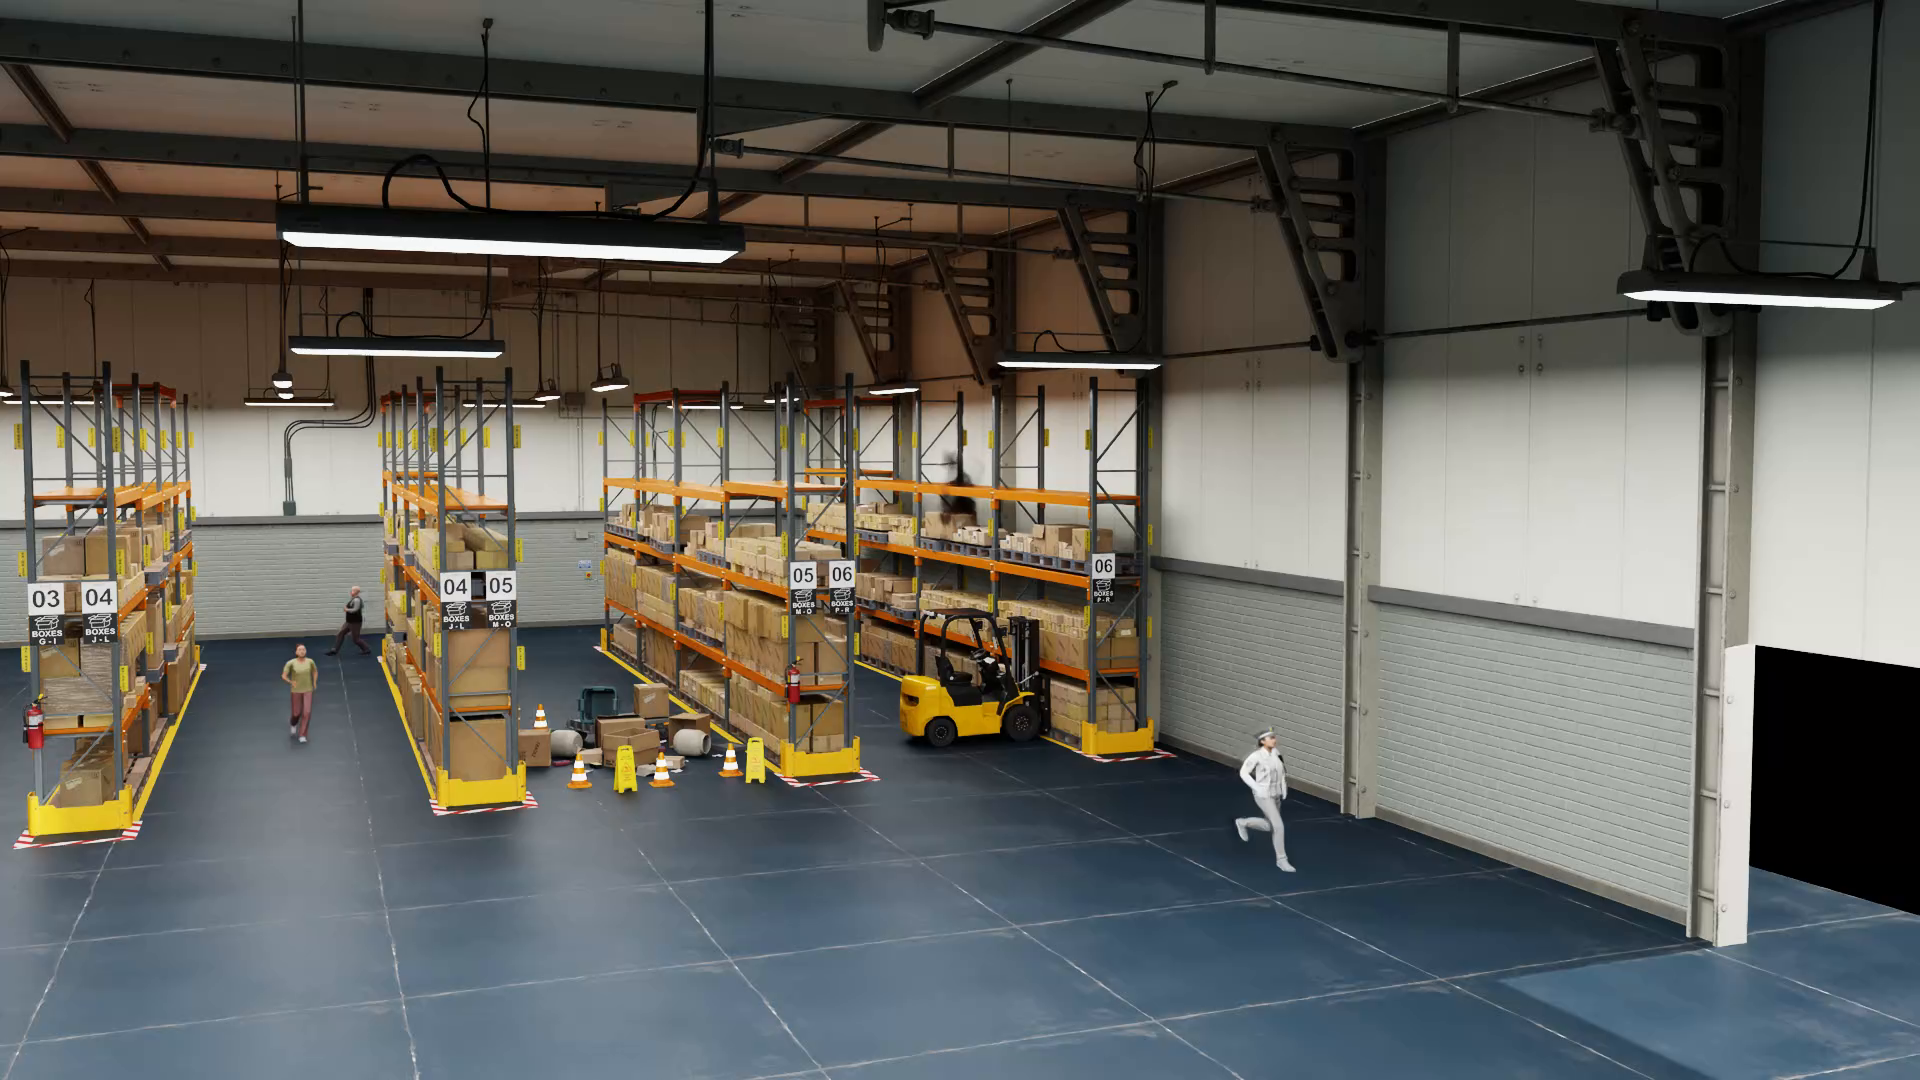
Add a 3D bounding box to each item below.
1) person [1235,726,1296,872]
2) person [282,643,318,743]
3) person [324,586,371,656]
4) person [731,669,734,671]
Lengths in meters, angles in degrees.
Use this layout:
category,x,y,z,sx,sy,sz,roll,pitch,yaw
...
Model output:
category,x,y,z,sx,sy,sz,roll,pitch,yaw
person,3.596,3.016,19.603,0.603,1.683,0.926,-3,5,-44
person,-10.960,2.522,27.659,0.580,1.628,0.626,-2,4,-33
person,-14.060,1.873,38.279,1.025,1.607,0.733,-2,4,-33
person,-4.880,1.973,35.781,0.698,1.757,0.886,-2,4,-24
